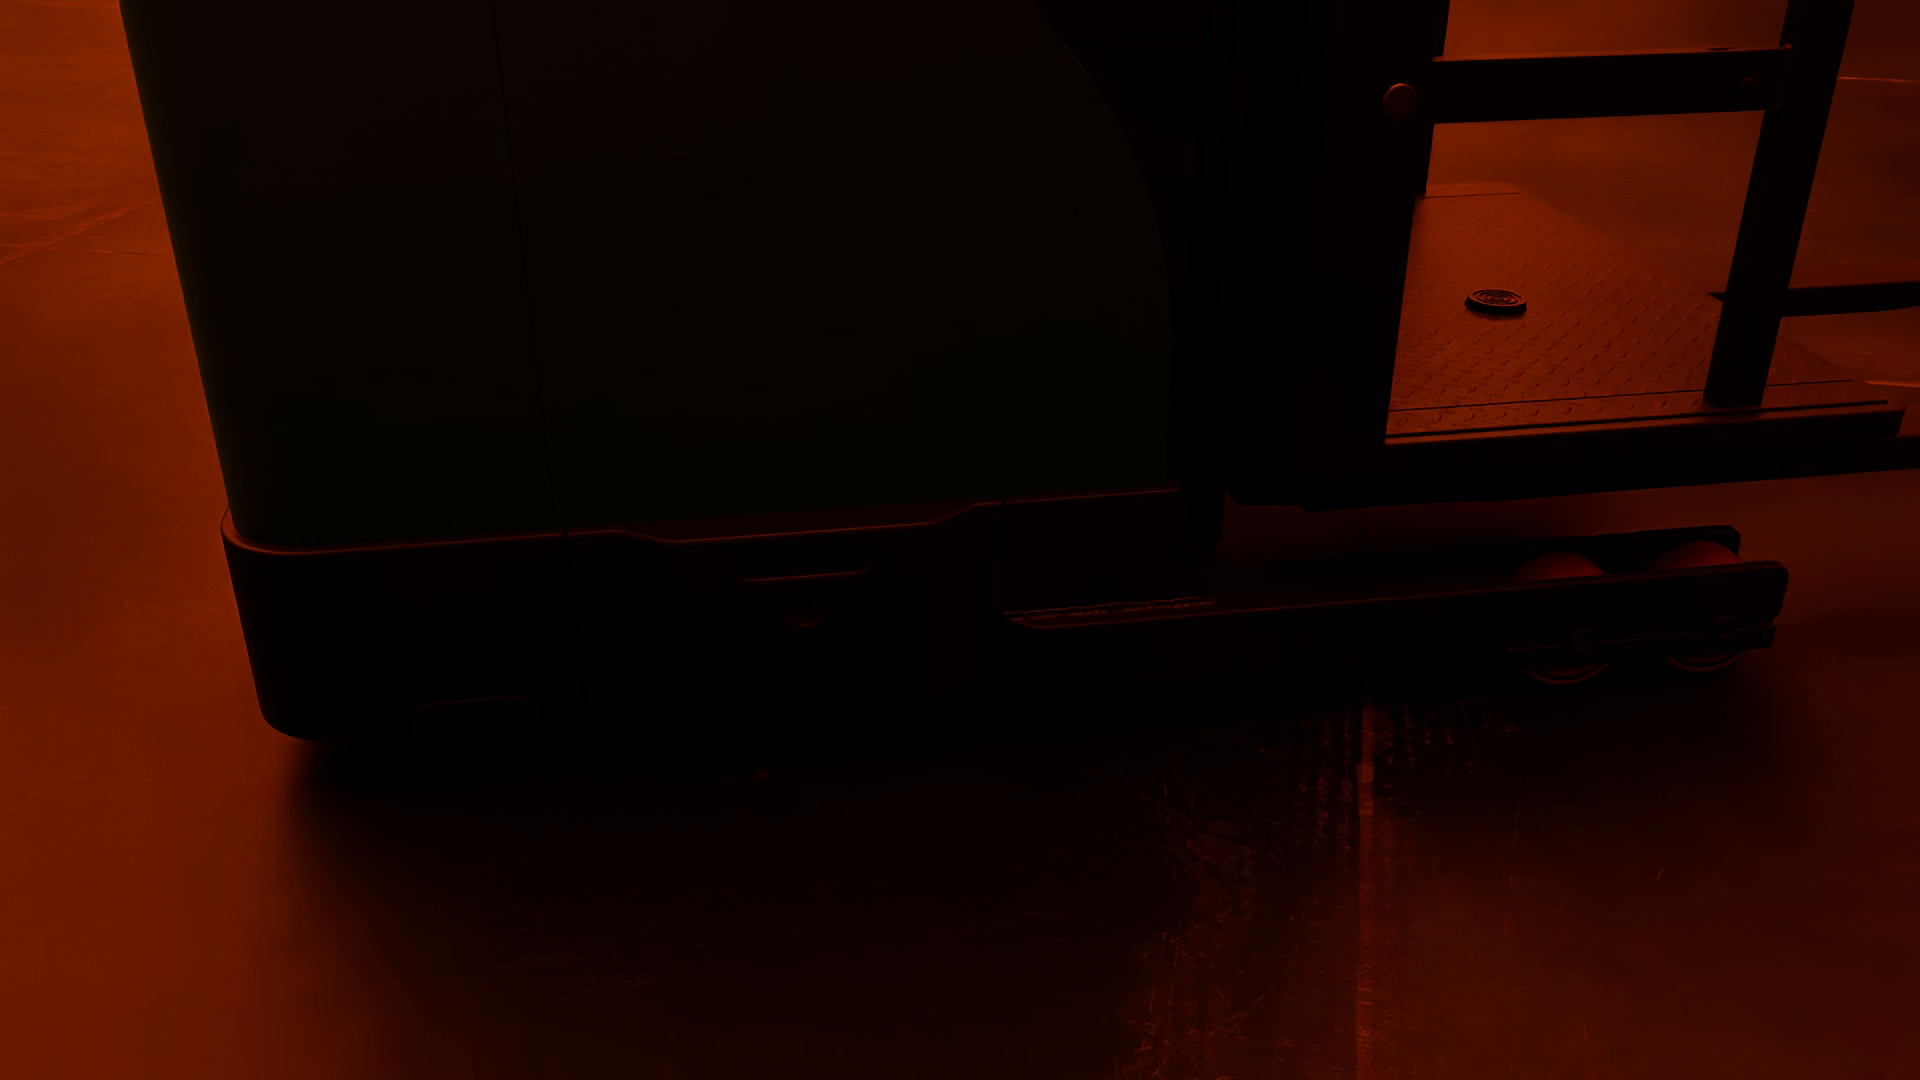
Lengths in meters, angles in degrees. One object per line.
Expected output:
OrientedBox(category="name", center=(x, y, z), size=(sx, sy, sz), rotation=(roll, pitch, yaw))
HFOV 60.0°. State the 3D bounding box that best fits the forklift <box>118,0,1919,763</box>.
OrientedBox(category="forklift", center=(0.600, -1.354, 1.930), size=(3.031, 2.935, 1.130), rotation=(-4, 27, -9))
